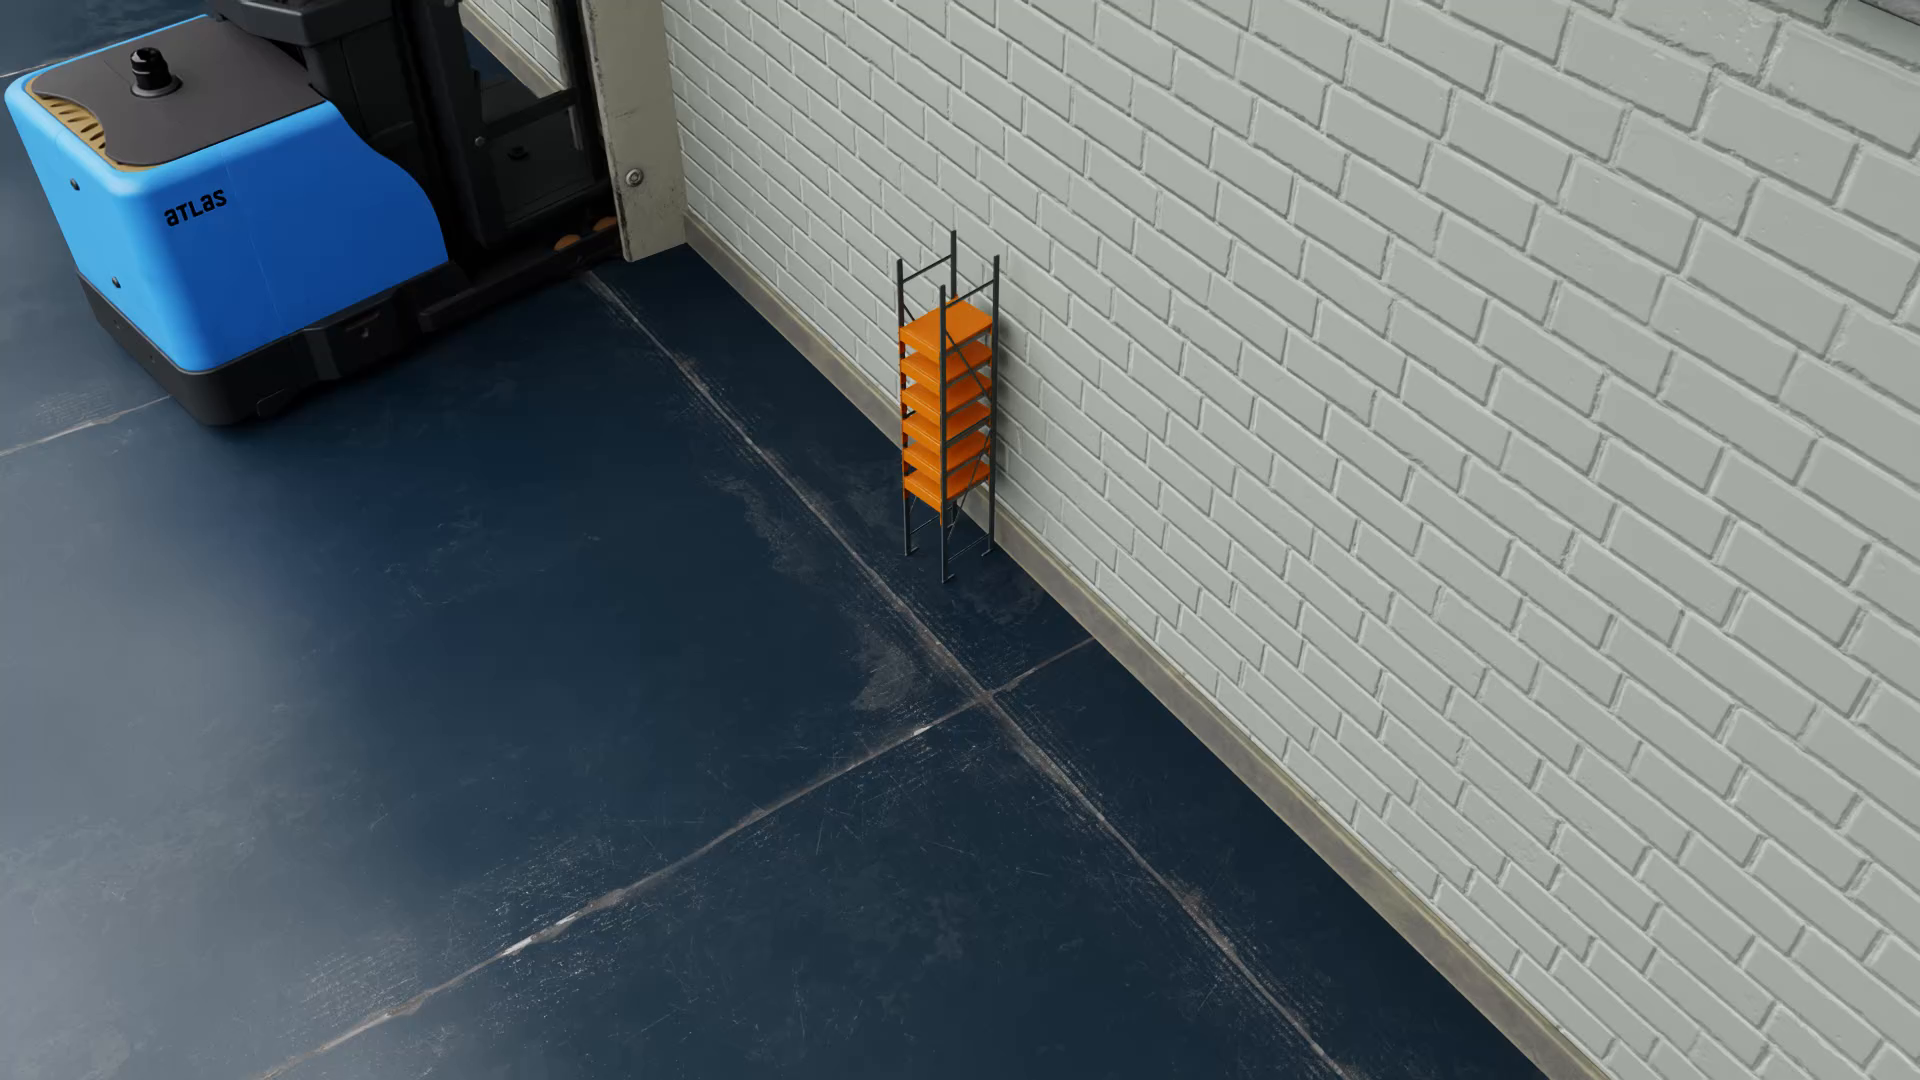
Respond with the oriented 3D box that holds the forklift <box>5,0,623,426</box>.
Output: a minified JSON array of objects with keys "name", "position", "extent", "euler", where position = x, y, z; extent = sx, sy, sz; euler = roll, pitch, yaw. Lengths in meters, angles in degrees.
[{"name":"forklift","position":[-2.010,-2.386,6.127],"extent":[3.031,2.935,1.130],"euler":[-34,53,-30]}]

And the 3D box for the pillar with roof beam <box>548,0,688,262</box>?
[{"name":"pillar with roof beam","position":[-4.904,-2.889,2.259],"extent":[9.100,9.000,0.400],"euler":[-26,49,-24]}]

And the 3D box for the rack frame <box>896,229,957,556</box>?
[{"name":"rack frame","position":[-0.099,-0.438,5.340],"extent":[0.240,1.200,0.006],"euler":[-34,53,-30]}]

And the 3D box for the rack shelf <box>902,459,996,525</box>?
[{"name":"rack shelf","position":[-0.035,-0.187,5.488],"extent":[0.258,0.103,0.180],"euler":[-34,53,-30]}]

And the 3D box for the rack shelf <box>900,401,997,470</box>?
[{"name":"rack shelf","position":[-0.035,-0.361,5.323],"extent":[0.258,0.103,0.180],"euler":[-34,53,-30]}]

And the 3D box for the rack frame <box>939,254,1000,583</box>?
[{"name":"rack frame","position":[0.028,-0.348,5.244],"extent":[0.240,1.200,0.006],"euler":[-34,53,-30]}]

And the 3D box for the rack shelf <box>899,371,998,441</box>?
[{"name":"rack shelf","position":[-0.035,-0.448,5.240],"extent":[0.258,0.103,0.180],"euler":[-34,53,-30]}]

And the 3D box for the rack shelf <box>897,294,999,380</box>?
[{"name":"rack shelf","position":[-0.035,-0.622,5.075],"extent":[0.258,0.103,0.180],"euler":[-34,53,-30]}]

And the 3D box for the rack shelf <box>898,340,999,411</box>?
[{"name":"rack shelf","position":[-0.035,-0.535,5.157],"extent":[0.258,0.103,0.180],"euler":[-34,53,-30]}]

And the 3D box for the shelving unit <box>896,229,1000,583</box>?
[{"name":"shelving unit","position":[-0.035,-0.393,5.292],"extent":[0.258,1.200,0.189],"euler":[-34,53,-30]}]

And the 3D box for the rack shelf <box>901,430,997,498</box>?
[{"name":"rack shelf","position":[-0.035,-0.274,5.405],"extent":[0.258,0.103,0.180],"euler":[-34,53,-30]}]
